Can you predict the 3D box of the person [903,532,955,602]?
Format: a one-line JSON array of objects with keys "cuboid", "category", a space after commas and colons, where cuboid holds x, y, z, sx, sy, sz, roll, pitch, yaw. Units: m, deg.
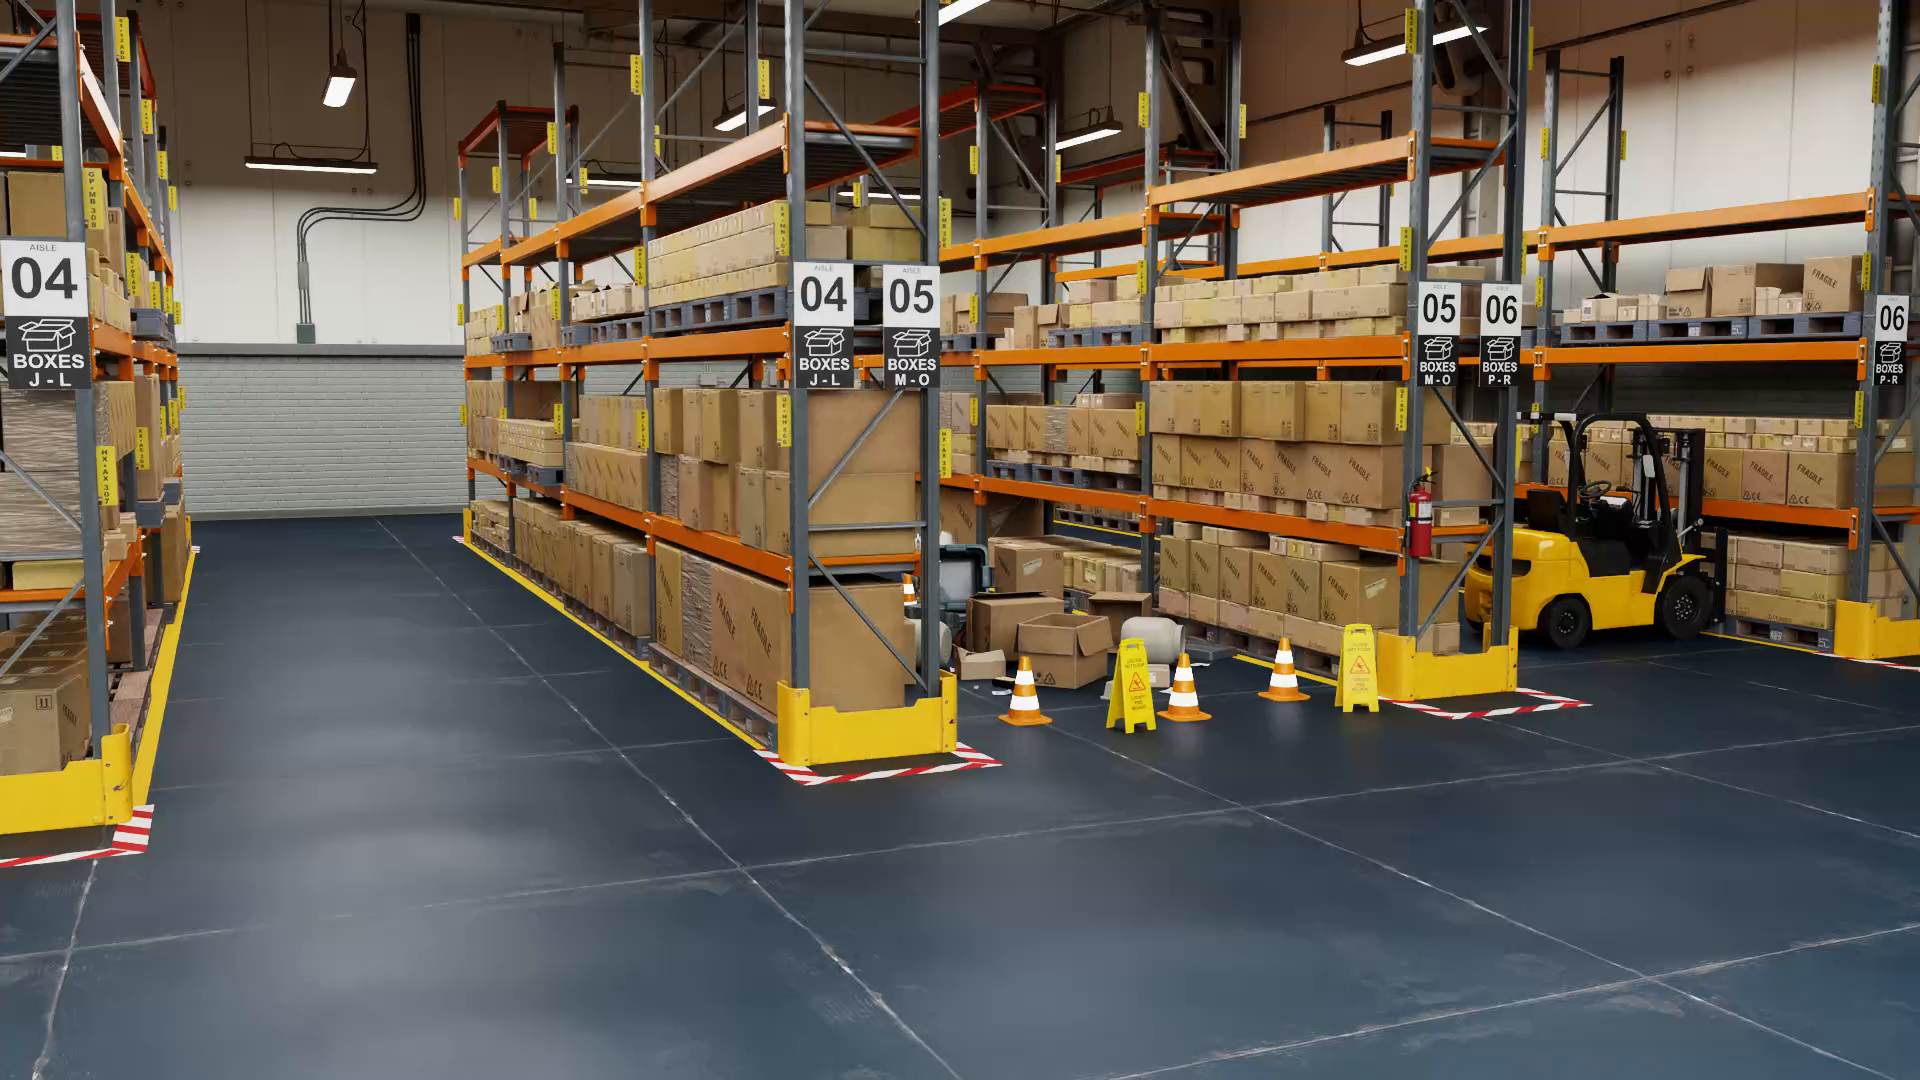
[{"cuboid": [-0.371, 0.298, 18.562, 0.460, 0.812, 0.902, -3, 6, -26], "category": "person"}]
